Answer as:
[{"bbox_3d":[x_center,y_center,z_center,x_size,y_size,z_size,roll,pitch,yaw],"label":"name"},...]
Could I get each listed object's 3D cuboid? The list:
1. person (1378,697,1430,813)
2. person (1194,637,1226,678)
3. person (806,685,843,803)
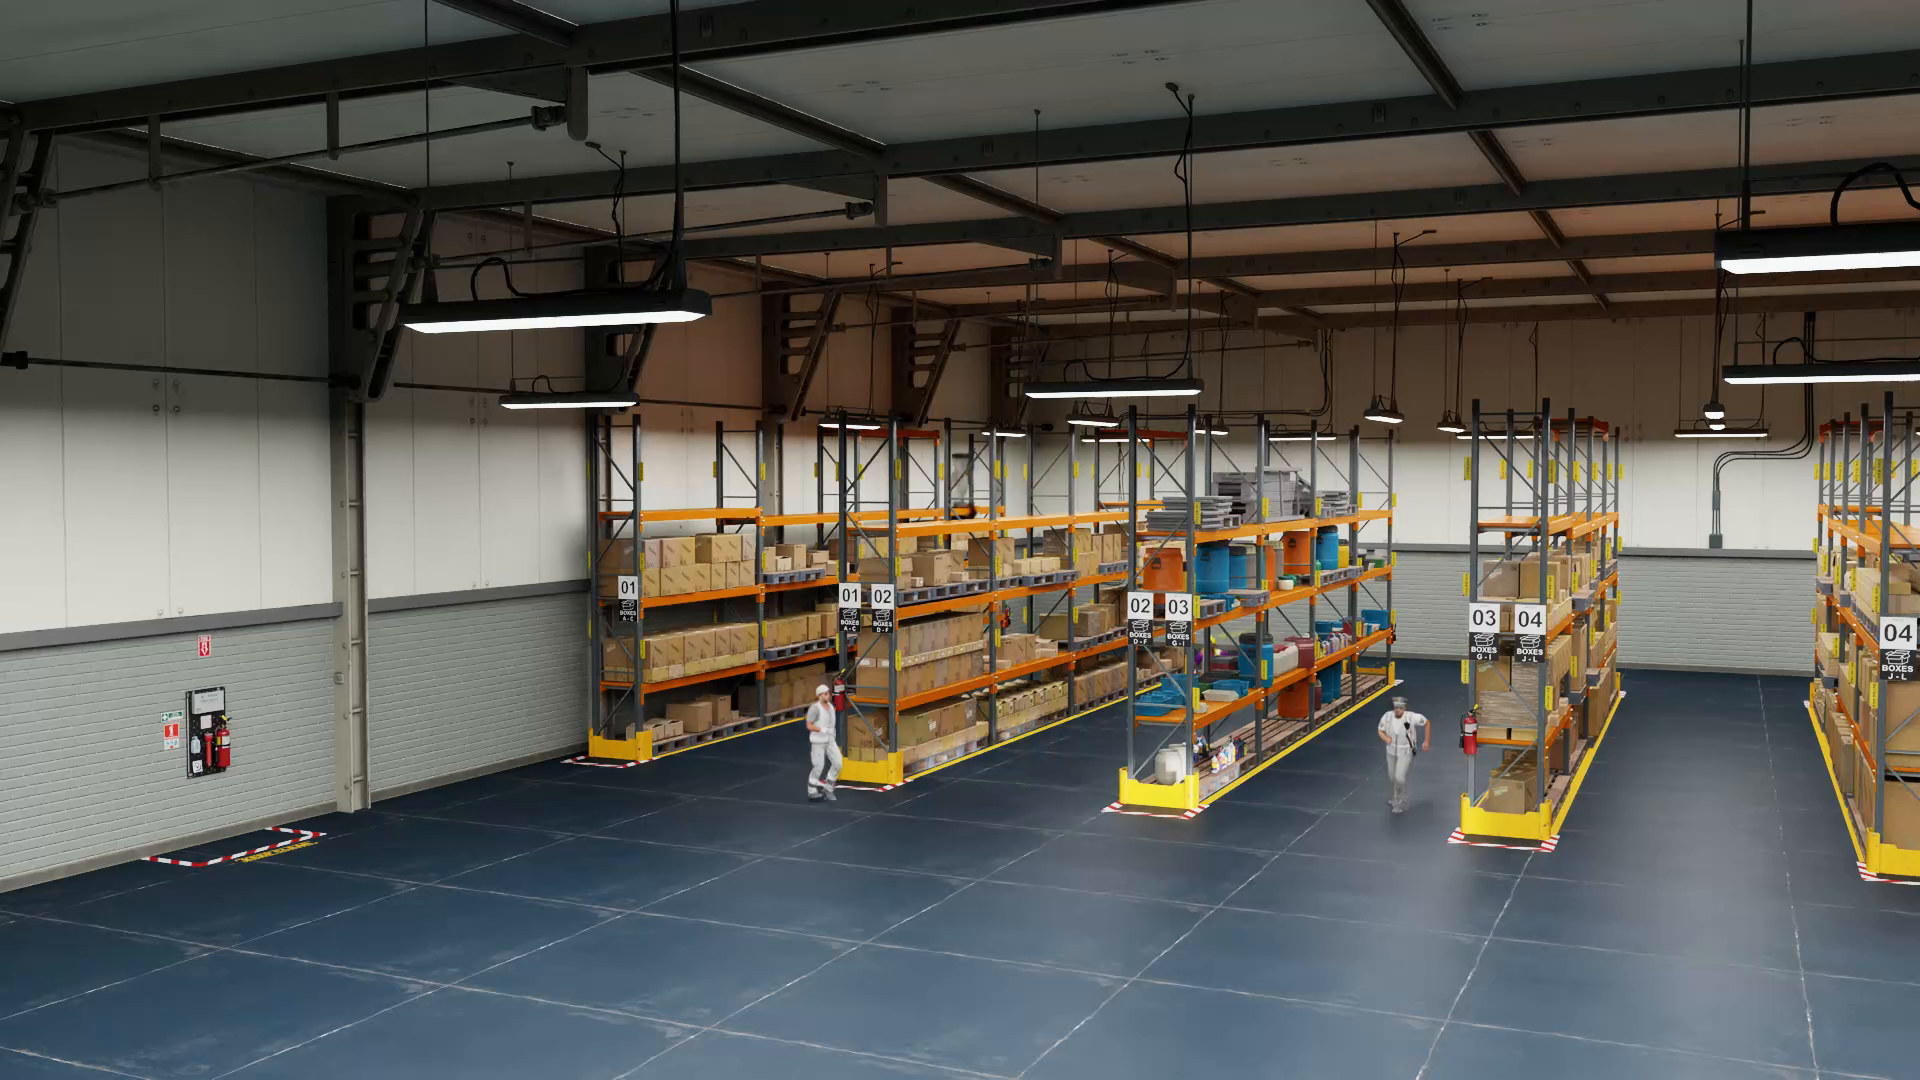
[{"bbox_3d":[6.529,3.172,24.467,0.709,1.793,0.861,2,3,35],"label":"person"},{"bbox_3d":[4.980,2.786,32.982,0.727,1.750,0.871,1,3,20],"label":"person"},{"bbox_3d":[-2.057,3.087,25.124,0.640,1.807,0.720,-2,3,-44],"label":"person"}]
